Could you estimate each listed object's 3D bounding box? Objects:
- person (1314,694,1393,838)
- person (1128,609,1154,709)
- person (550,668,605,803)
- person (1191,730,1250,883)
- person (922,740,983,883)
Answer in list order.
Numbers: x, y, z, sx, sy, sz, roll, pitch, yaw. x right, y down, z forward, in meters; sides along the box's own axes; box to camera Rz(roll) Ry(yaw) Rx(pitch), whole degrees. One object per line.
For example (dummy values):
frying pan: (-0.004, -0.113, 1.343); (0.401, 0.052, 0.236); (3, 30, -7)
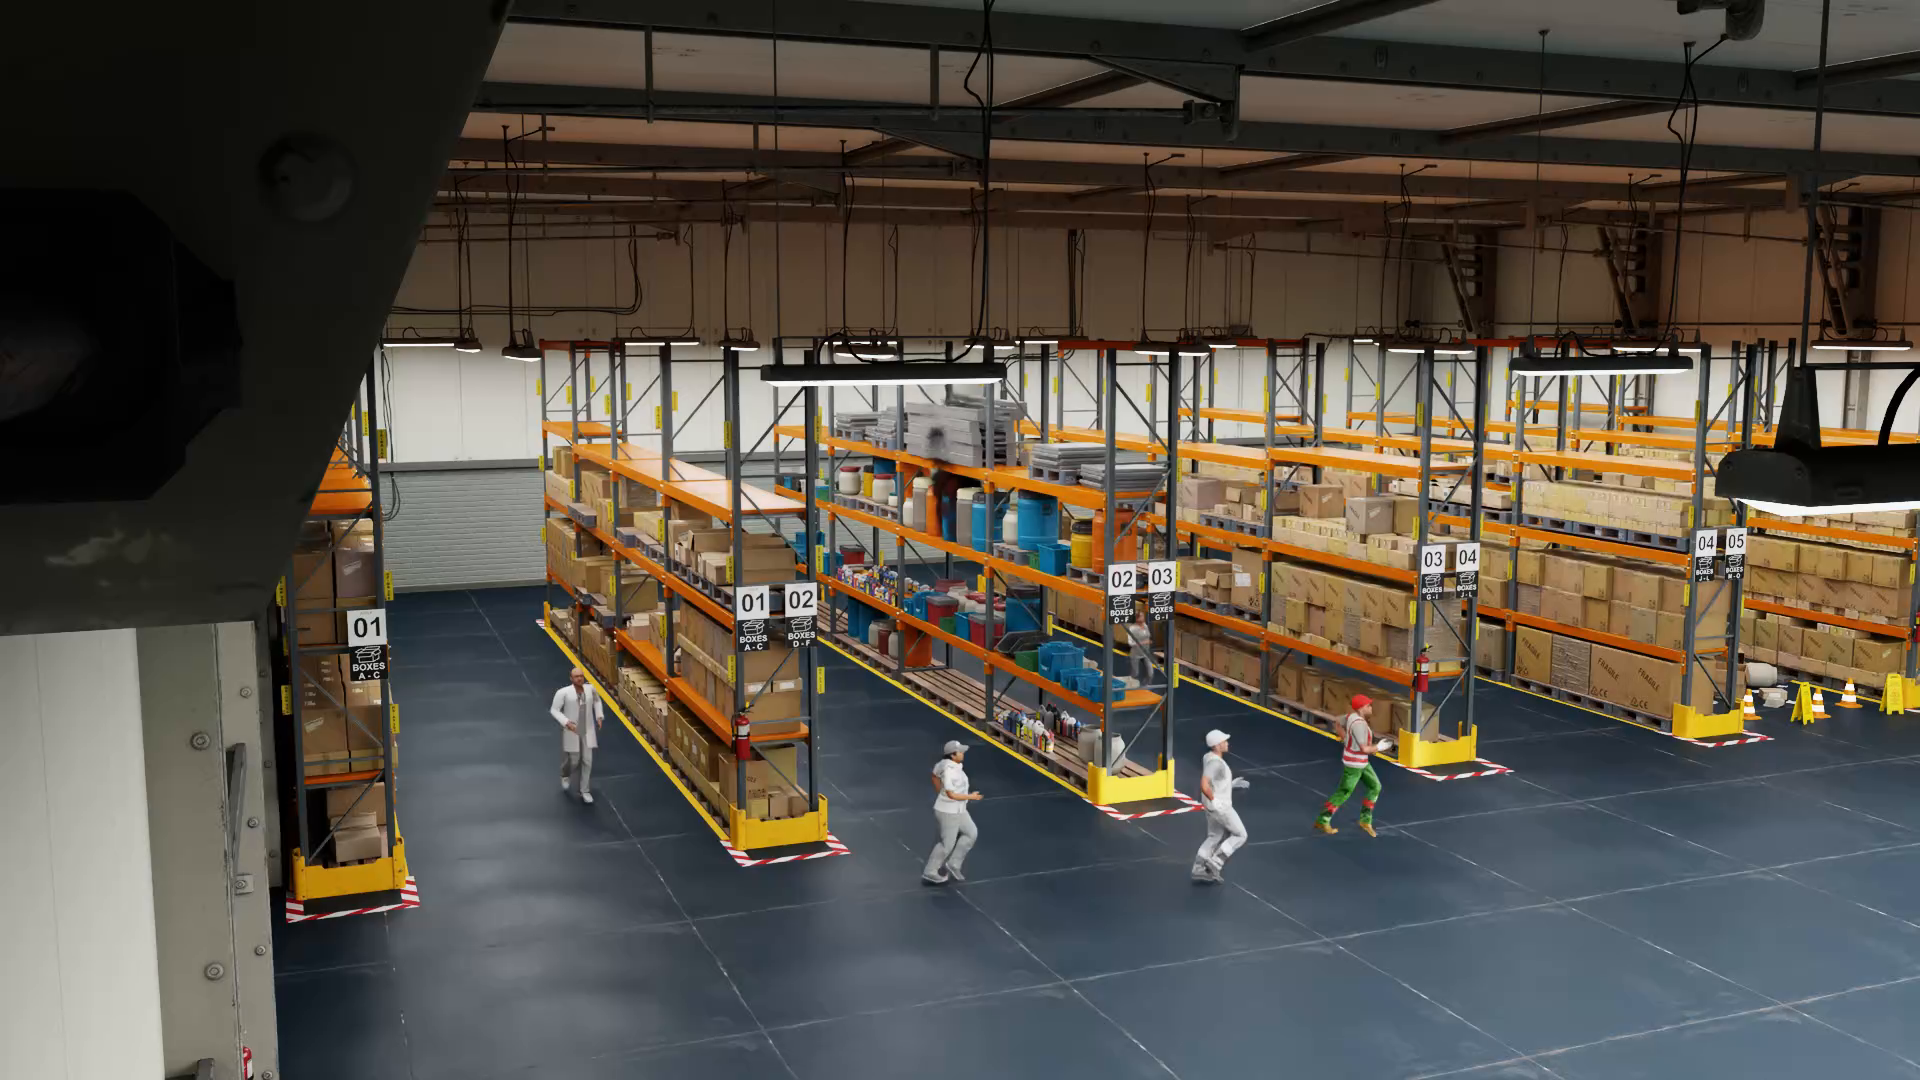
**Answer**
person: (4.852, 2.788, 20.517); (0.915, 1.823, 0.672); (2, 8, 12)
person: (2.949, 1.953, 27.580); (0.509, 1.638, 0.706); (-4, 8, -28)
person: (-5.115, 2.575, 22.279); (0.737, 1.775, 0.836); (-4, 9, -31)
person: (2.959, 3.007, 18.791); (0.659, 1.748, 0.645); (-1, 7, -5)
person: (-0.081, 3.096, 18.796); (0.695, 1.698, 0.599); (1, 7, 5)
